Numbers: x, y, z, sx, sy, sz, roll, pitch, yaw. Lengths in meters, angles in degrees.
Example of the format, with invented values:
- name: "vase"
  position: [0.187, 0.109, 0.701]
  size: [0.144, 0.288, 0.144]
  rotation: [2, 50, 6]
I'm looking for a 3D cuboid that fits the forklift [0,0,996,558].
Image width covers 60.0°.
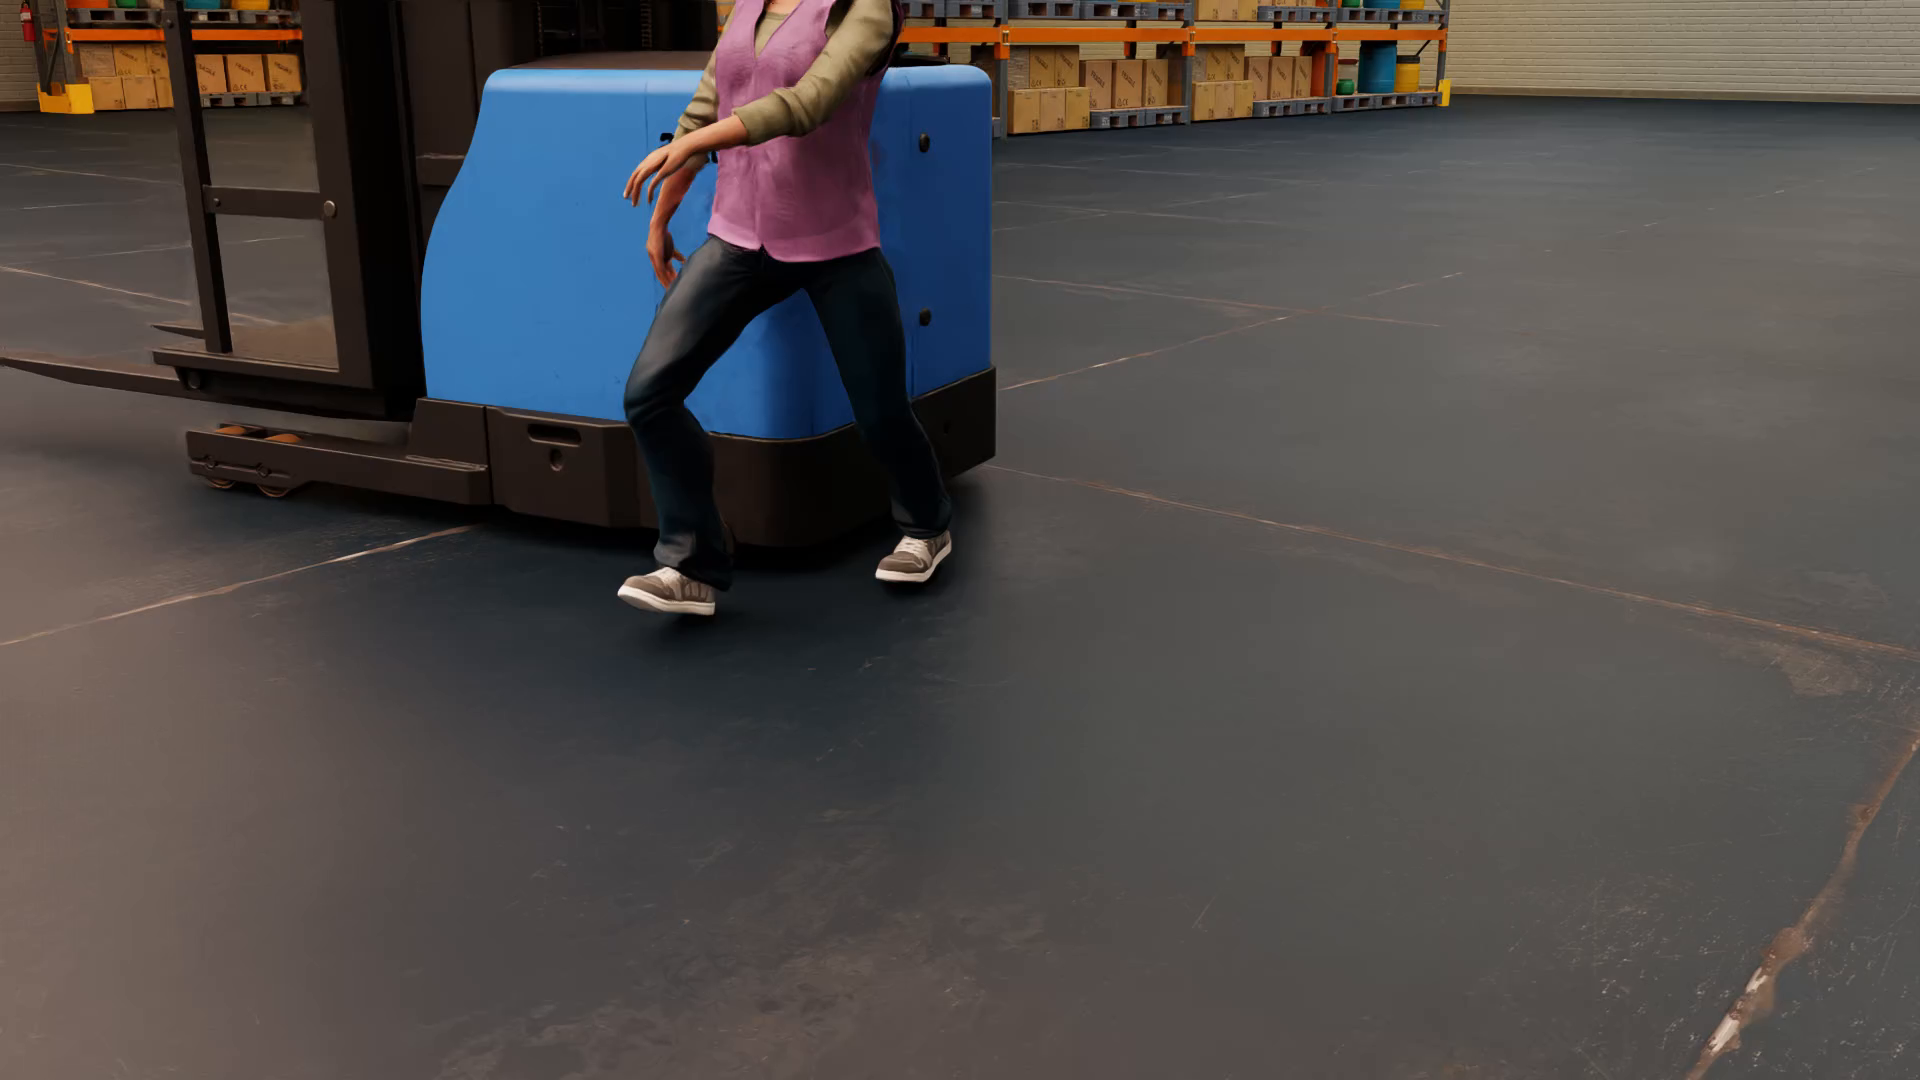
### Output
- name: "forklift"
  position: [-1.458, -1.638, 4.292]
  size: [3.031, 2.935, 1.130]
  rotation: [8, 19, 25]

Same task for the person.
- name: "person"
  position: [-0.385, -0.580, 3.274]
  size: [0.593, 1.502, 0.787]
  rotation: [7, 18, 21]
